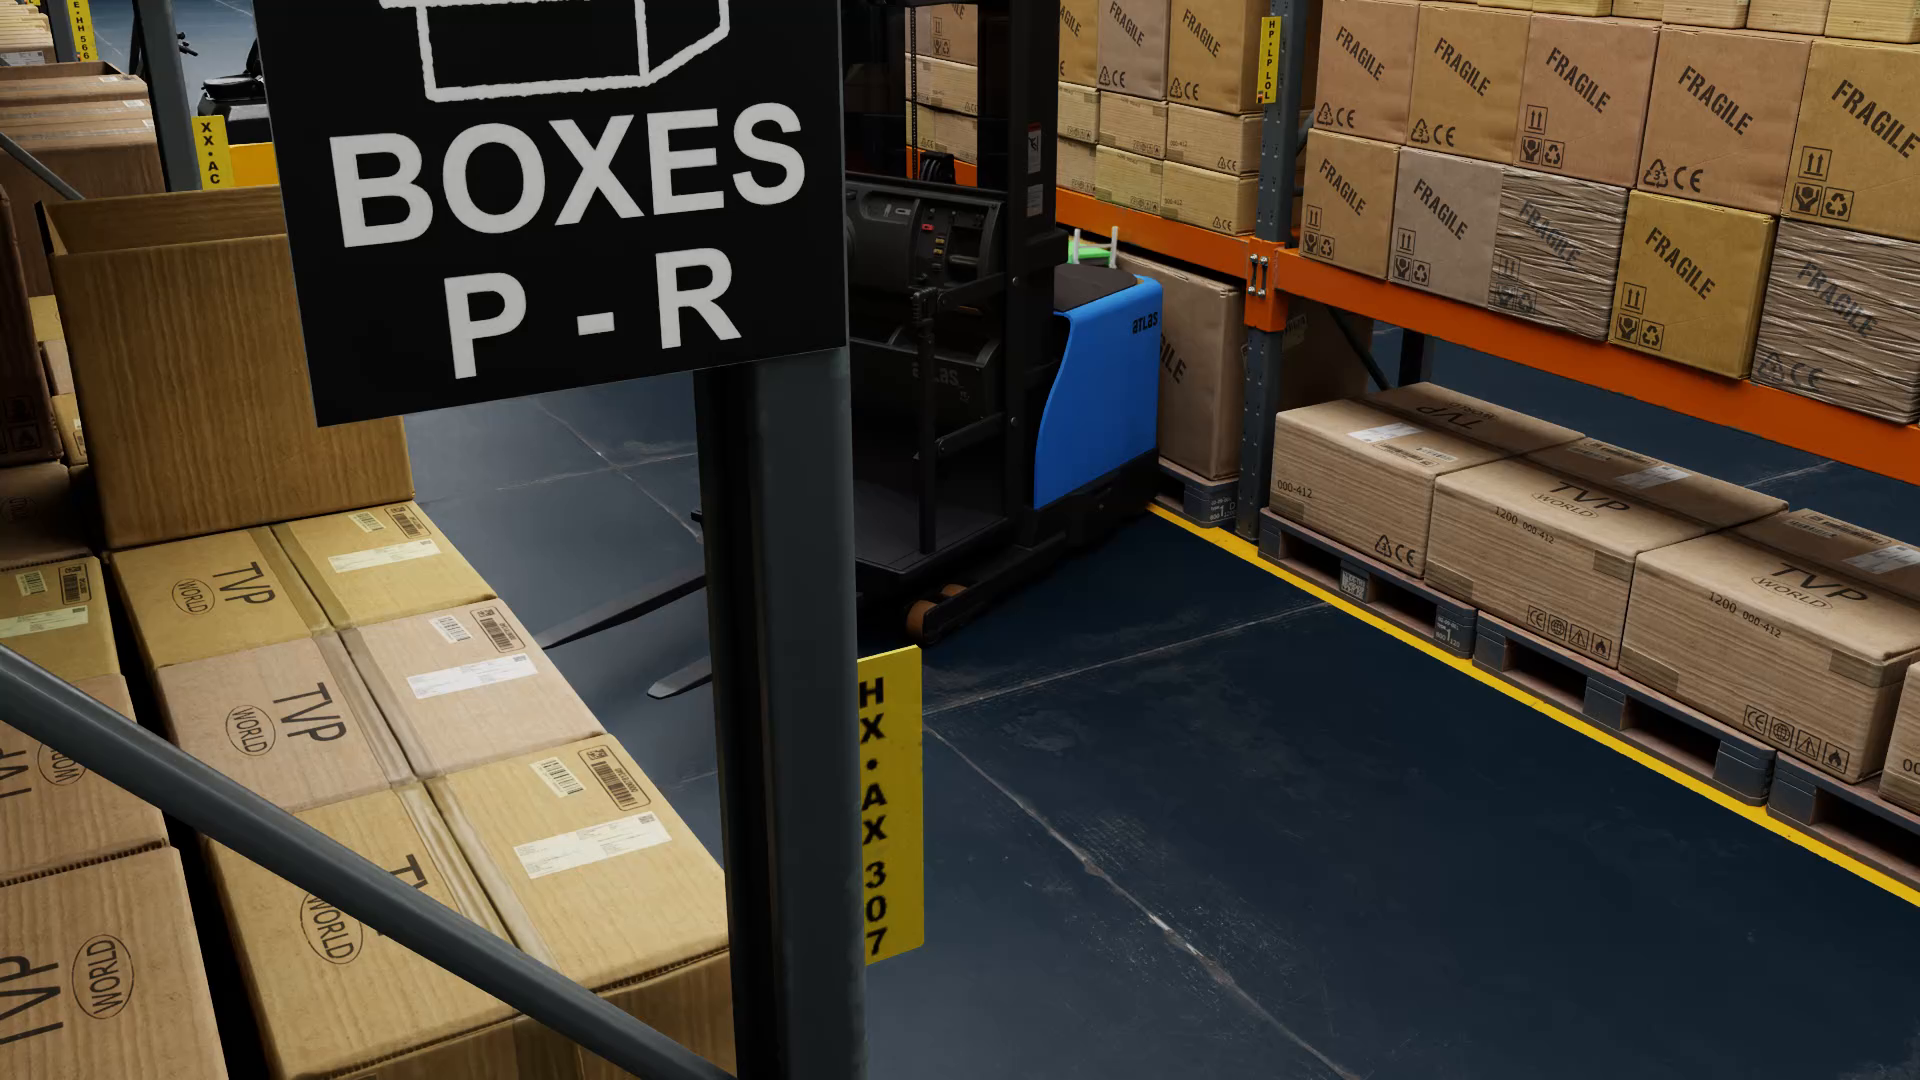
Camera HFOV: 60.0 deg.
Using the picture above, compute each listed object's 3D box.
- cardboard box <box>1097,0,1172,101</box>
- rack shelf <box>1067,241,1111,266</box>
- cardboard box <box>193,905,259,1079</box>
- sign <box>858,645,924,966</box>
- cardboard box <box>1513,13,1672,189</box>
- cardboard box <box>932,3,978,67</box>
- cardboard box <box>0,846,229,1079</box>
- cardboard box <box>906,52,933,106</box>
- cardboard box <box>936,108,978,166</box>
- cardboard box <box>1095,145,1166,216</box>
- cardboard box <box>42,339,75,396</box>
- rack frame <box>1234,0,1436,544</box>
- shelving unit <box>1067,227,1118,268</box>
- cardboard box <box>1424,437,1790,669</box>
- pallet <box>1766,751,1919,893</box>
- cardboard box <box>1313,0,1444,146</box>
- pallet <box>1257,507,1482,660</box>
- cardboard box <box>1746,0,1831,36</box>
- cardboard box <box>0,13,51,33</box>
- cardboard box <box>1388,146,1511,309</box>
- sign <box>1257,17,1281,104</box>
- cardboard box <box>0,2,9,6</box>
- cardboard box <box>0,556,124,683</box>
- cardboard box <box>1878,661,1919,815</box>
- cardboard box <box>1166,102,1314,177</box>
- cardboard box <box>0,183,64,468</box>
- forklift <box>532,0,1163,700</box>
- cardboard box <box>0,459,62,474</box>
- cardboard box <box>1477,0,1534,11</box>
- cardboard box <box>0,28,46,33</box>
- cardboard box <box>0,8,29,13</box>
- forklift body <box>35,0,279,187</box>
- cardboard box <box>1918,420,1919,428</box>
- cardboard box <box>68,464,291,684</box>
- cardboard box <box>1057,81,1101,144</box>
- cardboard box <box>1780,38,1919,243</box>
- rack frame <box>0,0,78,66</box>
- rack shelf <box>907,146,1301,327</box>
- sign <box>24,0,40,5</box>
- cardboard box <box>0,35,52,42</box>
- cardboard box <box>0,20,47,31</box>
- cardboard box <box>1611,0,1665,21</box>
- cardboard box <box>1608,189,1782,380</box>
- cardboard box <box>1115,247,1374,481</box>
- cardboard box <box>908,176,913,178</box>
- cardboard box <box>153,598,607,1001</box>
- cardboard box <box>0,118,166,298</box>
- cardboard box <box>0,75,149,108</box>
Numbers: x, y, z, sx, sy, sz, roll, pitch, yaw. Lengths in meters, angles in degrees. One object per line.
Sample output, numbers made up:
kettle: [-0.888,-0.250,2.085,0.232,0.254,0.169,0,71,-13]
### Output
cardboard box: [0.962,-2.262,7.431,0.500,0.500,0.500,-12,25,-27]
rack shelf: [0.479,-1.323,7.837,0.258,0.148,0.480,-10,23,-33]
cardboard box: [-0.812,0.567,2.268,0.380,0.149,0.250,-13,25,-29]
sign: [-0.079,0.256,1.549,0.100,0.325,0.005,-13,25,-28]
cardboard box: [2.216,-1.466,5.473,0.500,0.500,0.500,-12,25,-27]
cardboard box: [0.188,-2.758,8.653,0.500,0.500,0.500,-12,25,-27]
cardboard box: [-1.009,0.595,1.668,0.500,0.250,0.500,-12,25,-27]
cardboard box: [-0.057,-2.568,9.180,0.500,0.250,0.500,-12,25,-27]
cardboard box: [0.207,-2.174,8.877,0.500,0.250,0.500,-12,25,-27]
cardboard box: [0.971,-1.682,7.665,0.500,0.250,0.500,-13,25,-29]
cardboard box: [-1.850,-0.325,3.931,0.500,0.250,0.500,-13,25,-28]
rack frame: [1.676,-1.490,6.993,1.000,3.000,0.127,-13,25,-28]
shelving unit: [0.461,-0.930,7.974,0.258,1.200,0.503,-10,23,-33]
cardboard box: [2.363,0.016,6.133,0.875,0.438,0.875,-13,26,-30]
pallet: [3.244,0.853,4.932,1.003,0.211,1.213,-13,25,-28]
cardboard box: [1.711,-1.798,6.292,0.500,0.500,0.500,-12,25,-28]
pallet: [1.998,0.063,6.875,1.003,0.211,1.213,-13,25,-28]
cardboard box: [2.547,-1.574,4.877,0.380,0.149,0.250,-12,25,-27]
cardboard box: [-5.430,-2.923,9.526,0.380,0.149,0.250,-13,26,-30]
cardboard box: [1.945,-1.170,6.074,0.500,0.500,0.500,-12,25,-28]
sign: [1.215,-1.882,6.525,0.100,0.325,0.005,-13,25,-28]
cardboard box: [-6.083,-3.233,10.287,0.380,0.149,0.250,-13,25,-28]
cardboard box: [-1.520,0.267,2.476,0.500,0.250,0.500,-12,25,-27]
cardboard box: [3.297,0.603,4.689,0.875,0.438,0.875,-14,26,-30]
cardboard box: [1.242,-1.748,7.163,0.500,0.250,0.500,-13,25,-28]
cardboard box: [-2.057,-0.416,3.160,0.500,0.500,0.500,-13,26,-30]
forklift: [-0.367,-1.168,6.291,1.130,2.935,3.031,15,27,33]
cardboard box: [-2.044,-0.061,3.283,0.500,0.250,0.500,-12,25,-27]
cardboard box: [2.000,-1.901,5.682,0.380,0.149,0.250,-13,25,-29]
cardboard box: [-4.977,-2.582,8.685,0.380,0.149,0.250,-12,25,-28]
cardboard box: [-5.755,-3.076,9.902,0.380,0.149,0.250,-13,26,-29]
forklift body: [-6.182,-3.762,13.711,2.313,2.155,1.214,-13,25,-28]
cardboard box: [3.002,-0.512,4.454,0.500,0.500,0.500,-13,26,-29]
cardboard box: [-1.345,0.006,3.117,0.500,0.250,0.500,-13,26,-30]
cardboard box: [0.711,-2.075,7.967,0.500,0.250,0.500,-12,25,-27]
cardboard box: [2.727,-1.139,4.669,0.500,0.500,0.500,-13,25,-29]
rack frame: [-4.632,-1.828,7.826,1.000,3.000,0.127,-13,25,-28]
rack shelf: [0.655,-1.804,8.721,1.077,0.370,4.000,-13,25,-28]
sign: [-6.214,-3.731,11.074,0.100,0.325,0.005,-13,25,-28]
cardboard box: [-4.679,-2.421,8.291,0.380,0.149,0.250,-12,25,-27]
cardboard box: [-5.210,-2.751,9.102,0.380,0.149,0.250,-12,25,-27]
cardboard box: [2.310,-1.744,5.296,0.380,0.149,0.250,-13,25,-28]
cardboard box: [2.456,-0.841,5.264,0.500,0.500,0.500,-12,25,-27]
cardboard box: [1.291,-0.885,7.770,0.875,0.875,0.875,-12,25,-27]
cardboard box: [-0.085,-1.755,9.910,0.875,0.875,0.875,-13,25,-29]
cardboard box: [-0.804,0.331,2.318,0.500,0.250,0.500,-12,25,-28]
cardboard box: [-2.644,-0.974,5.034,0.700,0.500,0.500,-12,25,-27]
cardboard box: [-3.309,-1.396,6.071,0.700,0.500,0.500,-13,25,-29]
